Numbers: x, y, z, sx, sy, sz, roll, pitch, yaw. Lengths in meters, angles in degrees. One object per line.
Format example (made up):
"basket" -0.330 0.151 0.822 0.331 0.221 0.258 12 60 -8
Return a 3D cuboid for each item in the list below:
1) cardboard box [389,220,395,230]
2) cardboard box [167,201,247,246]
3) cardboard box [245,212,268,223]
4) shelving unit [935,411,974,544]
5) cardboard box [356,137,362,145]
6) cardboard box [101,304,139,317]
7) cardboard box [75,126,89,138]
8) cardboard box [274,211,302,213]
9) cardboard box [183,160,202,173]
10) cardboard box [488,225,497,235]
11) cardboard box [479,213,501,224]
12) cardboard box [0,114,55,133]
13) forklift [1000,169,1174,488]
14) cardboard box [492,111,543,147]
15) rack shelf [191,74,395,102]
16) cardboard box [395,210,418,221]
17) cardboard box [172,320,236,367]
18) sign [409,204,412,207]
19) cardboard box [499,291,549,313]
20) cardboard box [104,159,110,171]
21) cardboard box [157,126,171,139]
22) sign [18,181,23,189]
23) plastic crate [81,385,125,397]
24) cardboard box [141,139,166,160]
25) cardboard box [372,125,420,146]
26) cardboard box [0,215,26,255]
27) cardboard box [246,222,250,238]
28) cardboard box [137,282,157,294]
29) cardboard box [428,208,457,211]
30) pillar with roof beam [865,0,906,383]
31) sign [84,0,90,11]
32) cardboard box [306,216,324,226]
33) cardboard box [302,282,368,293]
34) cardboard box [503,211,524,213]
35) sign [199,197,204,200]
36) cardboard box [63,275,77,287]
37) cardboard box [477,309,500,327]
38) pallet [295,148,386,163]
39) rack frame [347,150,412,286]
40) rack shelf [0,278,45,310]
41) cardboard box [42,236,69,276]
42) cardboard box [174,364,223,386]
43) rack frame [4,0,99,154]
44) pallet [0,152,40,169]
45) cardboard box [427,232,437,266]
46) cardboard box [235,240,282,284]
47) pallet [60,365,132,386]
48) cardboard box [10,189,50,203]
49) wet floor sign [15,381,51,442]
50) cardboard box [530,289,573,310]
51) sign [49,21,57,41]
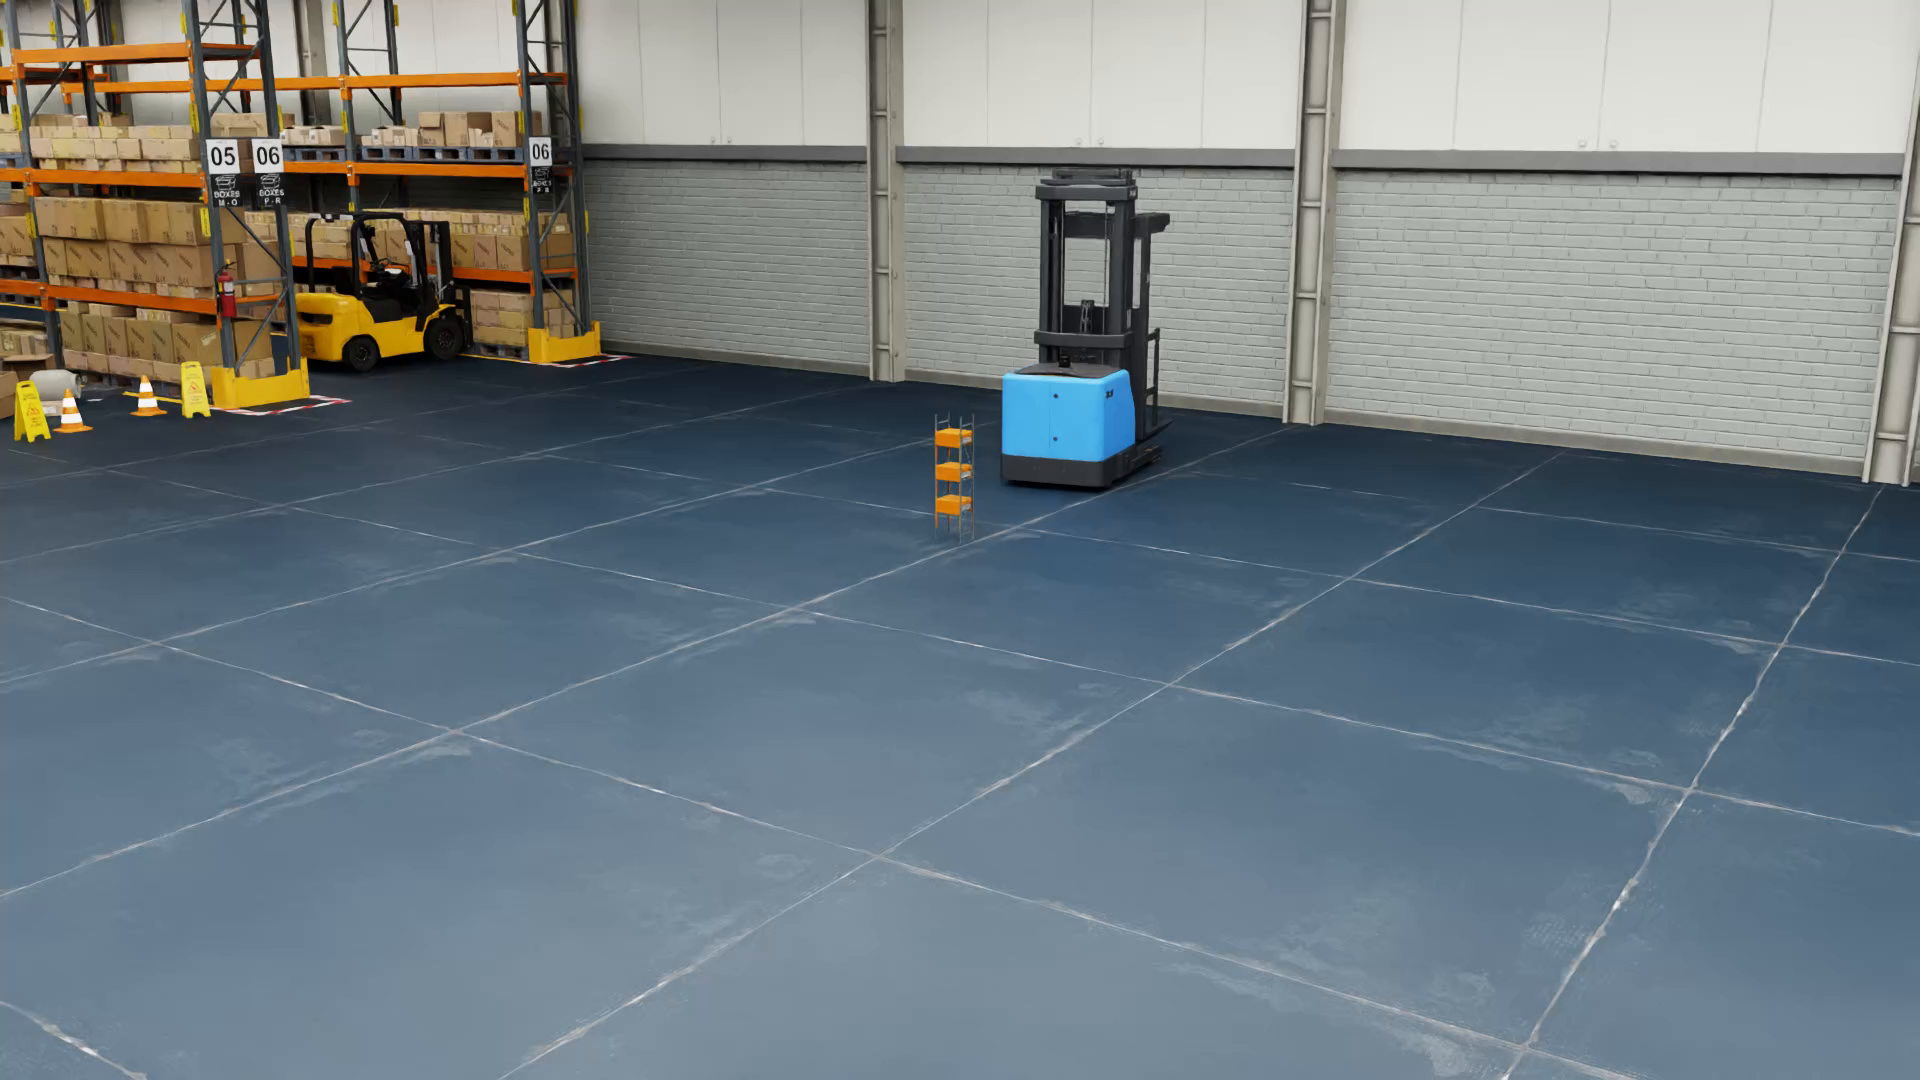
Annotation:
"cardboard box" -8.639 -4.904 25.833 0.250 0.149 0.380 9 17 33
"cardboard box" -9.198 -3.876 20.331 0.500 0.500 0.700 9 16 31
"cardboard box" -11.749 -5.400 27.839 0.250 0.149 0.380 9 17 33
"shelving unit" -0.044 -0.517 13.726 0.252 1.050 0.215 9 17 33
"cardboard box" -9.799 -6.439 26.790 0.250 0.149 0.380 9 17 33
"cardboard box" -10.910 -2.992 21.603 0.250 0.149 0.380 10 17 36
"cardboard box" -11.009 -5.193 21.180 0.250 0.149 0.380 9 16 31
"cardboard box" -11.437 -5.517 28.311 0.250 0.149 0.380 9 16 32
"cardboard box" -9.104 -4.499 20.036 0.250 0.149 0.380 9 17 33
"cardboard box" -6.739 -4.592 24.575 0.250 0.149 0.380 10 17 34
"cardboard box" -6.919 -4.782 24.720 0.250 0.149 0.380 9 17 33
"cardboard box" -12.523 -5.591 22.324 0.500 0.250 0.500 10 17 34
"forklift" 1.434 -2.224 16.709 1.130 2.935 3.031 6 15 23
"cardboard box" -6.388 -5.931 24.007 0.500 0.500 0.500 10 17 35
"rack shelf" -10.864 -7.337 27.062 4.000 0.370 1.077 9 17 33
"cardboard box" -8.465 -5.001 25.606 0.250 0.149 0.380 10 17 34
"cardboard box" -9.462 -2.461 20.812 0.500 0.500 0.500 9 17 33
"sign" -8.896 -5.269 26.900 0.005 0.325 0.100 9 17 33
"cardboard box" -6.441 -3.517 24.556 0.500 0.250 0.500 10 17 35
"cardboard box" -10.568 -4.745 21.031 0.250 0.149 0.380 9 17 33
"cardboard box" -9.512 -4.953 20.212 0.250 0.149 0.380 9 16 32
"sign" -18.835 -7.132 33.325 0.005 0.325 0.100 9 17 33
"plastic crate" -11.126 -1.918 21.405 0.583 0.080 0.402 3 14 14
"cardboard box" -9.636 -4.786 20.365 0.500 0.250 0.500 9 16 32
"cardboard box" -8.650 -6.205 25.506 0.500 0.311 0.500 10 17 34
"cardboard box" -12.895 -4.189 22.800 0.500 0.500 0.500 9 17 33
"cardboard box" -11.877 -5.230 27.981 0.500 0.250 0.500 10 17 35
"cardboard box" -10.182 -3.216 21.095 0.250 0.149 0.380 9 17 32
"cardboard box" -8.116 -5.129 26.123 0.250 0.149 0.380 9 16 32
"pillar with roof beam" -3.384 -5.685 18.063 0.400 9.000 9.100 9 17 33
"sign" -11.653 -7.219 22.150 0.005 0.325 0.100 9 17 33
"cardboard box" -10.302 -5.148 26.817 0.250 0.149 0.380 9 16 31
"cardboard box" -10.283 -3.924 27.500 0.625 0.625 0.875 9 17 32
"cardboard box" -6.667 -4.869 25.073 0.250 0.149 0.380 9 17 33
"sign" -12.818 -5.650 28.160 0.005 0.325 0.100 9 17 33
"cardboard box" -11.650 -3.458 22.071 0.250 0.149 0.380 10 17 34
"cardboard box" -6.873 -3.347 24.910 0.500 0.250 0.500 9 17 32
"pallet" -9.943 -6.178 26.695 1.217 0.209 0.805 8 16 31
"rack frame" -9.204 -4.700 26.565 0.127 3.000 1.000 9 17 33
"rack shelf" -13.631 -3.628 23.735 4.000 0.370 1.077 9 17 33
"cardboard box" -11.762 -3.788 22.055 0.500 0.500 0.500 9 17 33
"cardboard box" -9.493 -2.100 20.912 0.500 0.250 0.500 9 17 33
"rack frame" -11.971 -6.621 21.844 0.127 3.000 1.000 9 17 33
"pallet" -12.424 -5.178 22.648 1.003 0.211 1.213 9 17 33
"cardboard box" -7.714 -4.431 25.271 0.500 0.500 0.500 9 17 33
"cardboard box" -8.890 -3.485 20.830 0.500 0.500 0.500 9 16 32
"pallet" -11.394 -2.273 22.565 1.213 0.211 1.003 9 17 33
"cardboard box" -17.690 -6.429 31.683 0.500 0.500 0.500 10 17 34
"wet floor sign" -10.202 -1.420 18.218 0.232 0.644 0.267 6 15 23
"cardboard box" -6.178 -3.620 24.971 0.500 0.250 0.500 9 16 32
"sign" -16.160 -9.071 29.630 0.005 0.325 0.100 9 17 33
